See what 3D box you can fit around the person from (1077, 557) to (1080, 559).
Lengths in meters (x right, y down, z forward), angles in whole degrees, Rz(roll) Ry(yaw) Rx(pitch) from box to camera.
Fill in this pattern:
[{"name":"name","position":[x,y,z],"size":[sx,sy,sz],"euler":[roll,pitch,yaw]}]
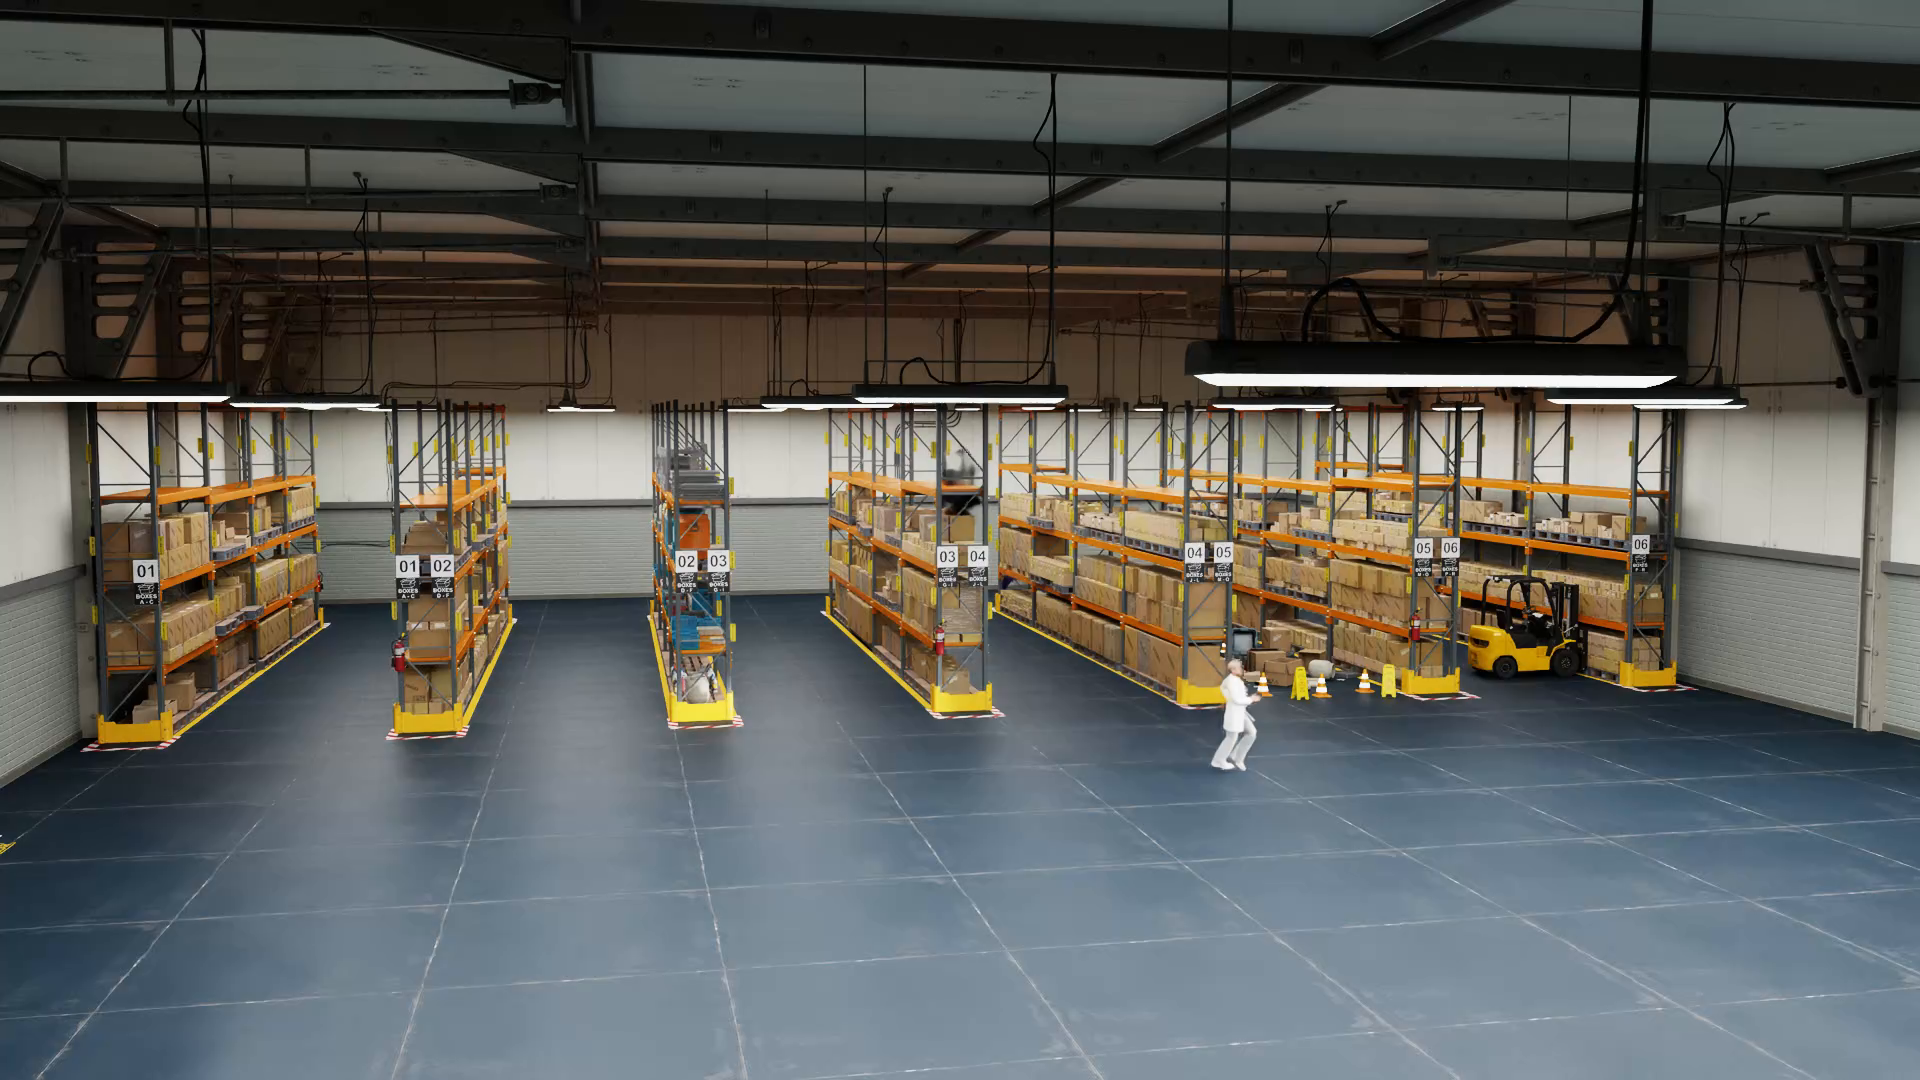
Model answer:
[{"name":"person","position":[3.308,1.303,47.603],"size":[0.626,1.660,0.823],"euler":[-1,4,-13]}]

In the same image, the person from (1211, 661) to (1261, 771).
[{"name":"person","position":[4.431,2.834,26.651],"size":[0.782,1.807,0.674],"euler":[2,5,20]}]

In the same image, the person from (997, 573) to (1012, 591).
[{"name":"person","position":[1.368,1.175,50.028],"size":[0.531,1.586,0.653],"euler":[1,4,16]}]
